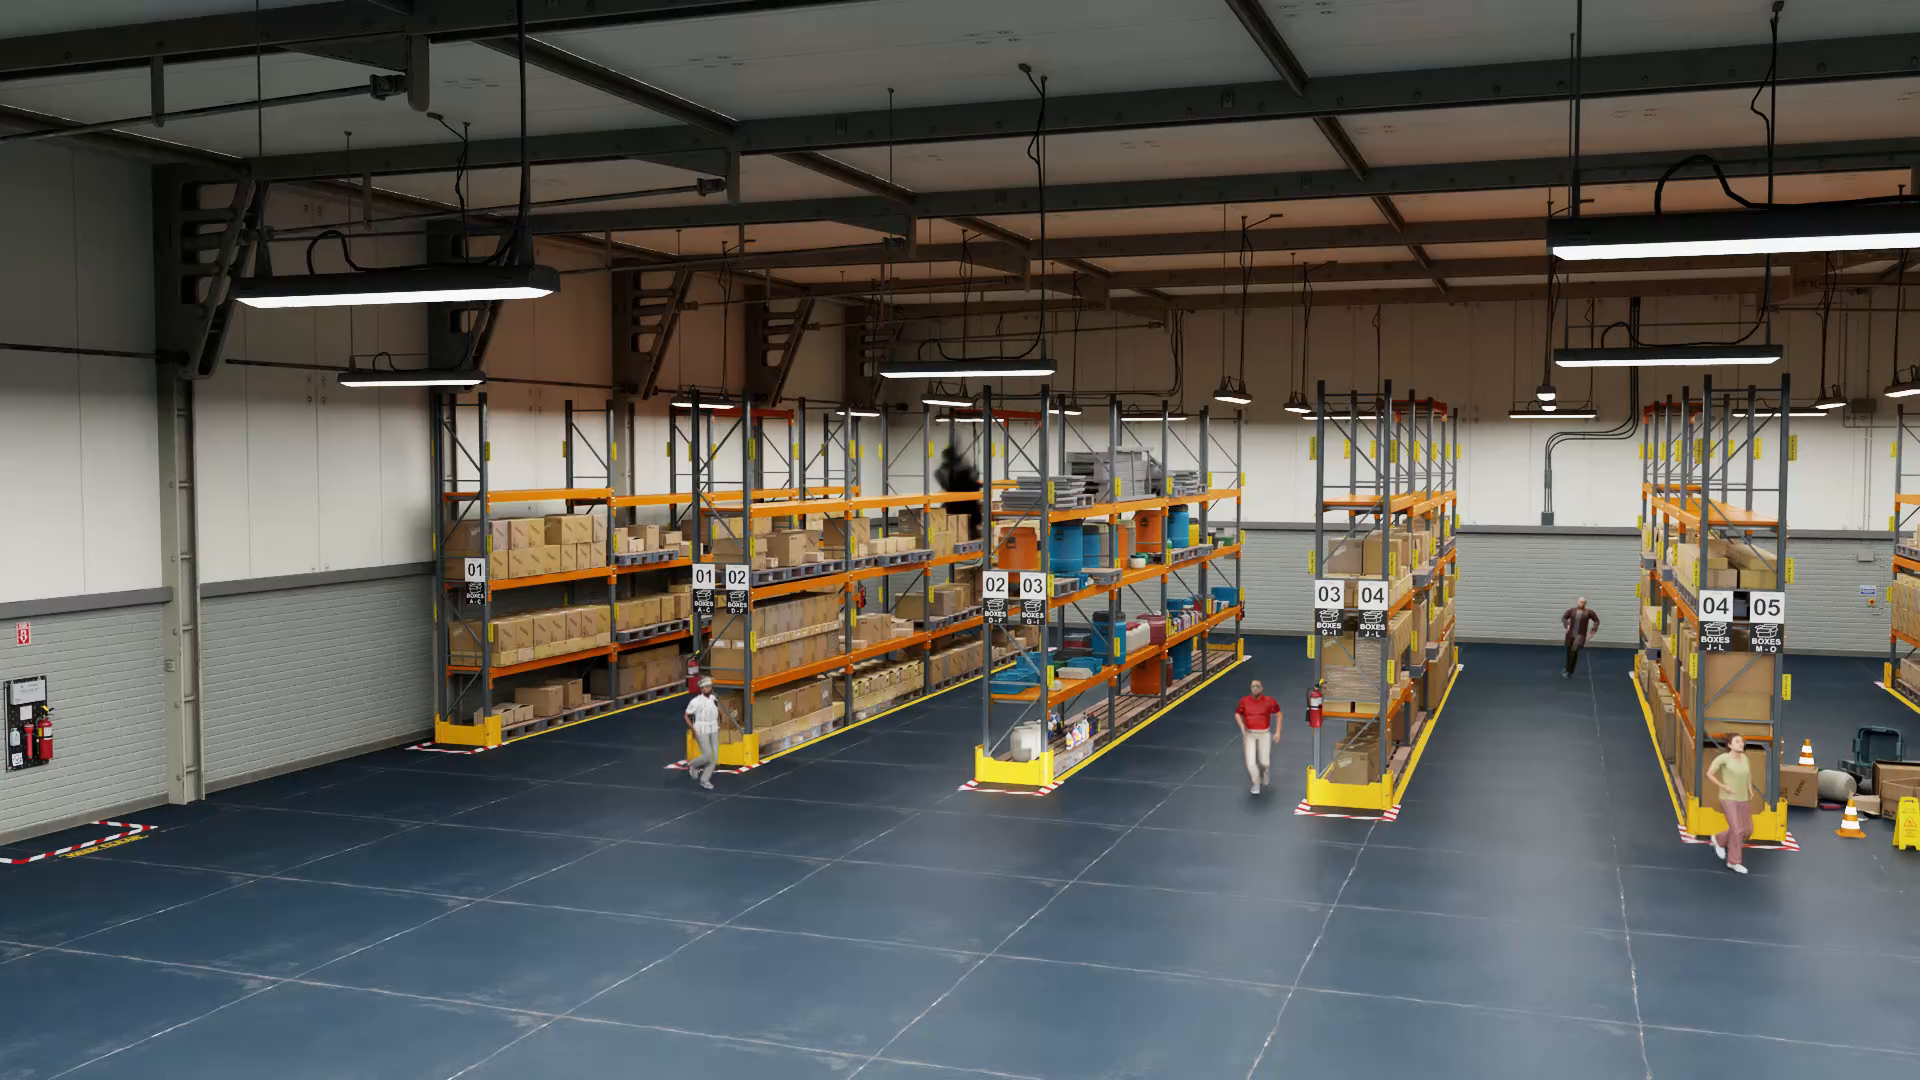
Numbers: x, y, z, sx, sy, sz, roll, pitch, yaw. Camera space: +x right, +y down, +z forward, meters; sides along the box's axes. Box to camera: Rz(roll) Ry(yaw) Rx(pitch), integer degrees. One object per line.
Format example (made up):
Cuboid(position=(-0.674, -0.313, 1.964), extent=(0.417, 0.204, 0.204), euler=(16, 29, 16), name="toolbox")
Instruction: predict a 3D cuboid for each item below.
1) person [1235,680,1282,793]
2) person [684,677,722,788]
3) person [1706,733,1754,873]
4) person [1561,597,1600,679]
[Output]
Cuboid(position=(4.353, 2.877, 24.348), extent=(0.674, 1.675, 0.616), euler=(1, 3, 19), name="person")
Cuboid(position=(-3.773, 2.866, 24.741), extent=(0.577, 1.663, 0.560), euler=(-3, 4, -43), name="person")
Cuboid(position=(9.277, 3.133, 20.017), extent=(0.623, 1.652, 0.596), euler=(-1, 3, -12), name="person")
Cuboid(position=(13.677, 2.179, 36.791), extent=(0.786, 1.738, 0.852), euler=(2, 4, 39), name="person")
